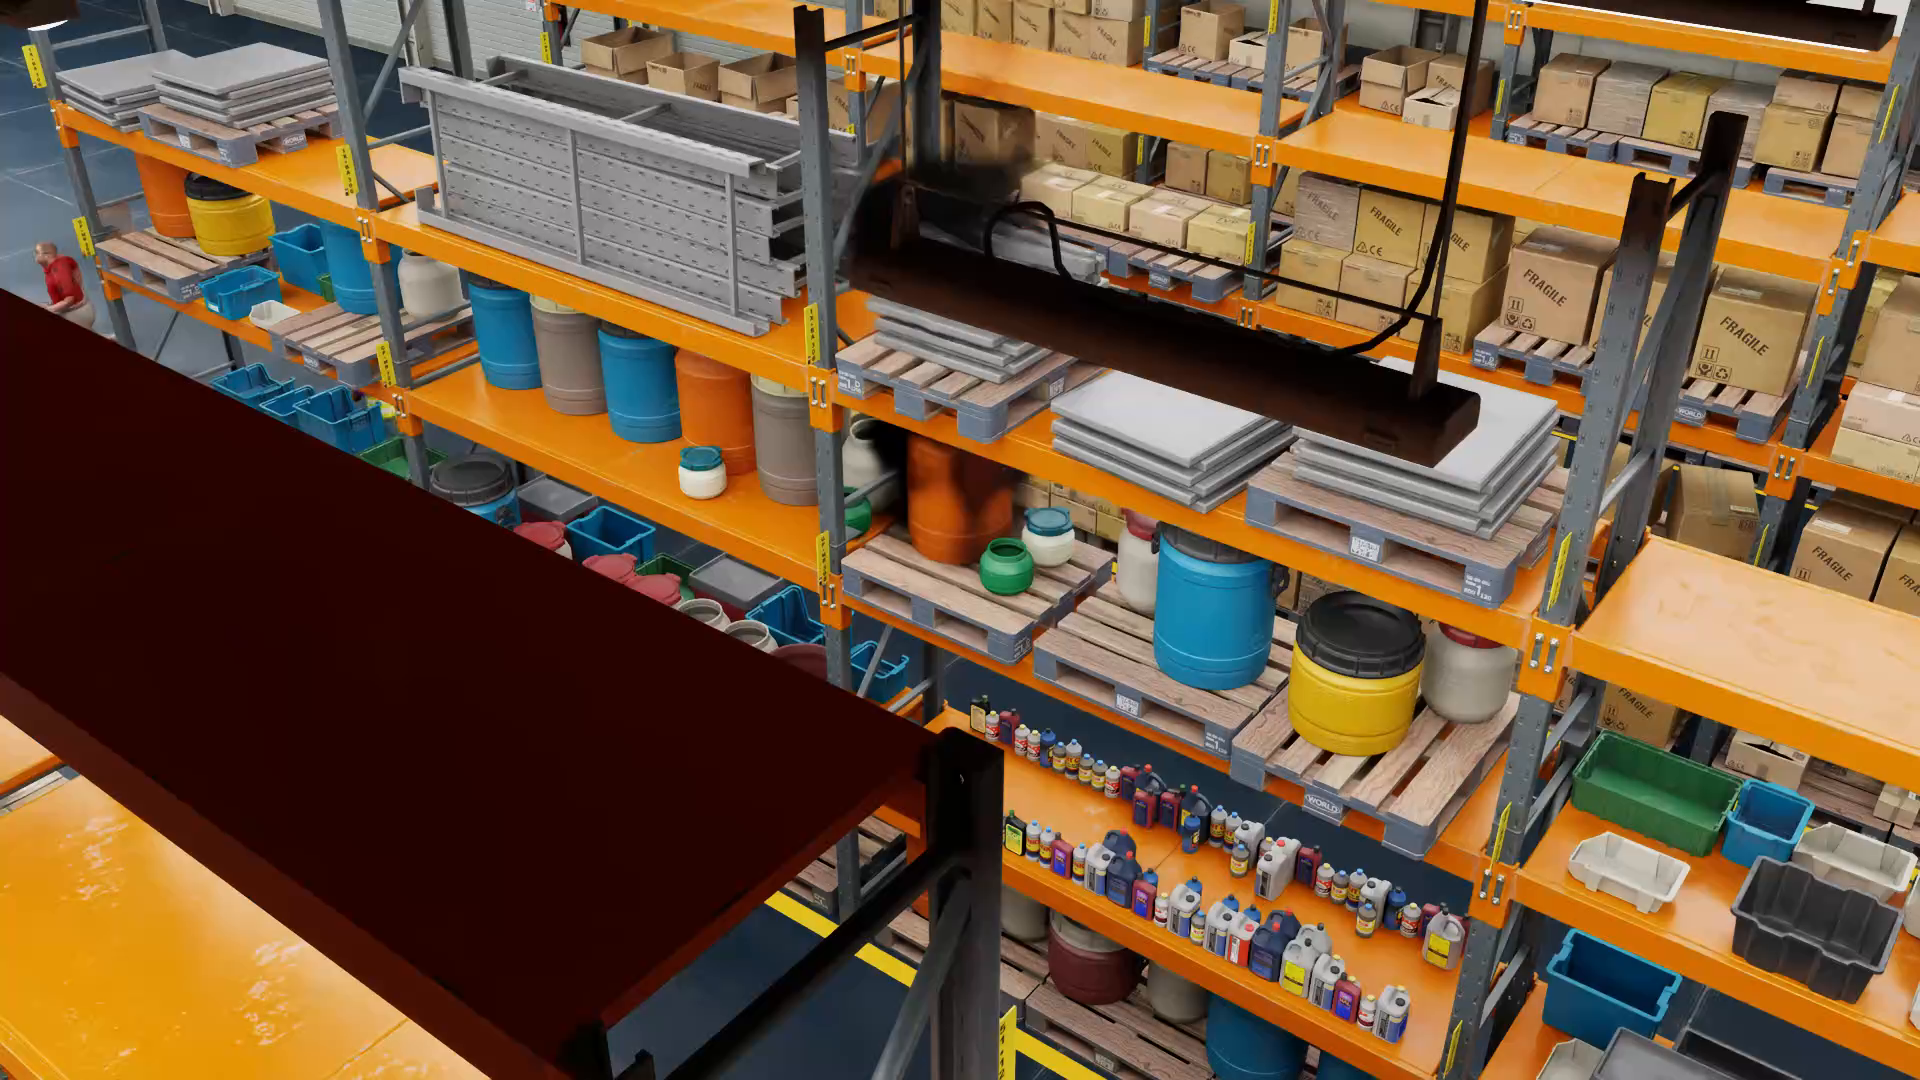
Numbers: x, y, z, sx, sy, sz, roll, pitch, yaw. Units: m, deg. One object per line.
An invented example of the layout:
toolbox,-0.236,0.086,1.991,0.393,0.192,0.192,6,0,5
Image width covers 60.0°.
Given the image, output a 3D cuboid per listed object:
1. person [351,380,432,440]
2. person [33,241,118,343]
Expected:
person,-5.287,-1.181,15.485,0.850,1.803,0.683,19,36,28
person,-9.374,-2.395,17.633,0.705,1.686,0.702,-14,34,-22
